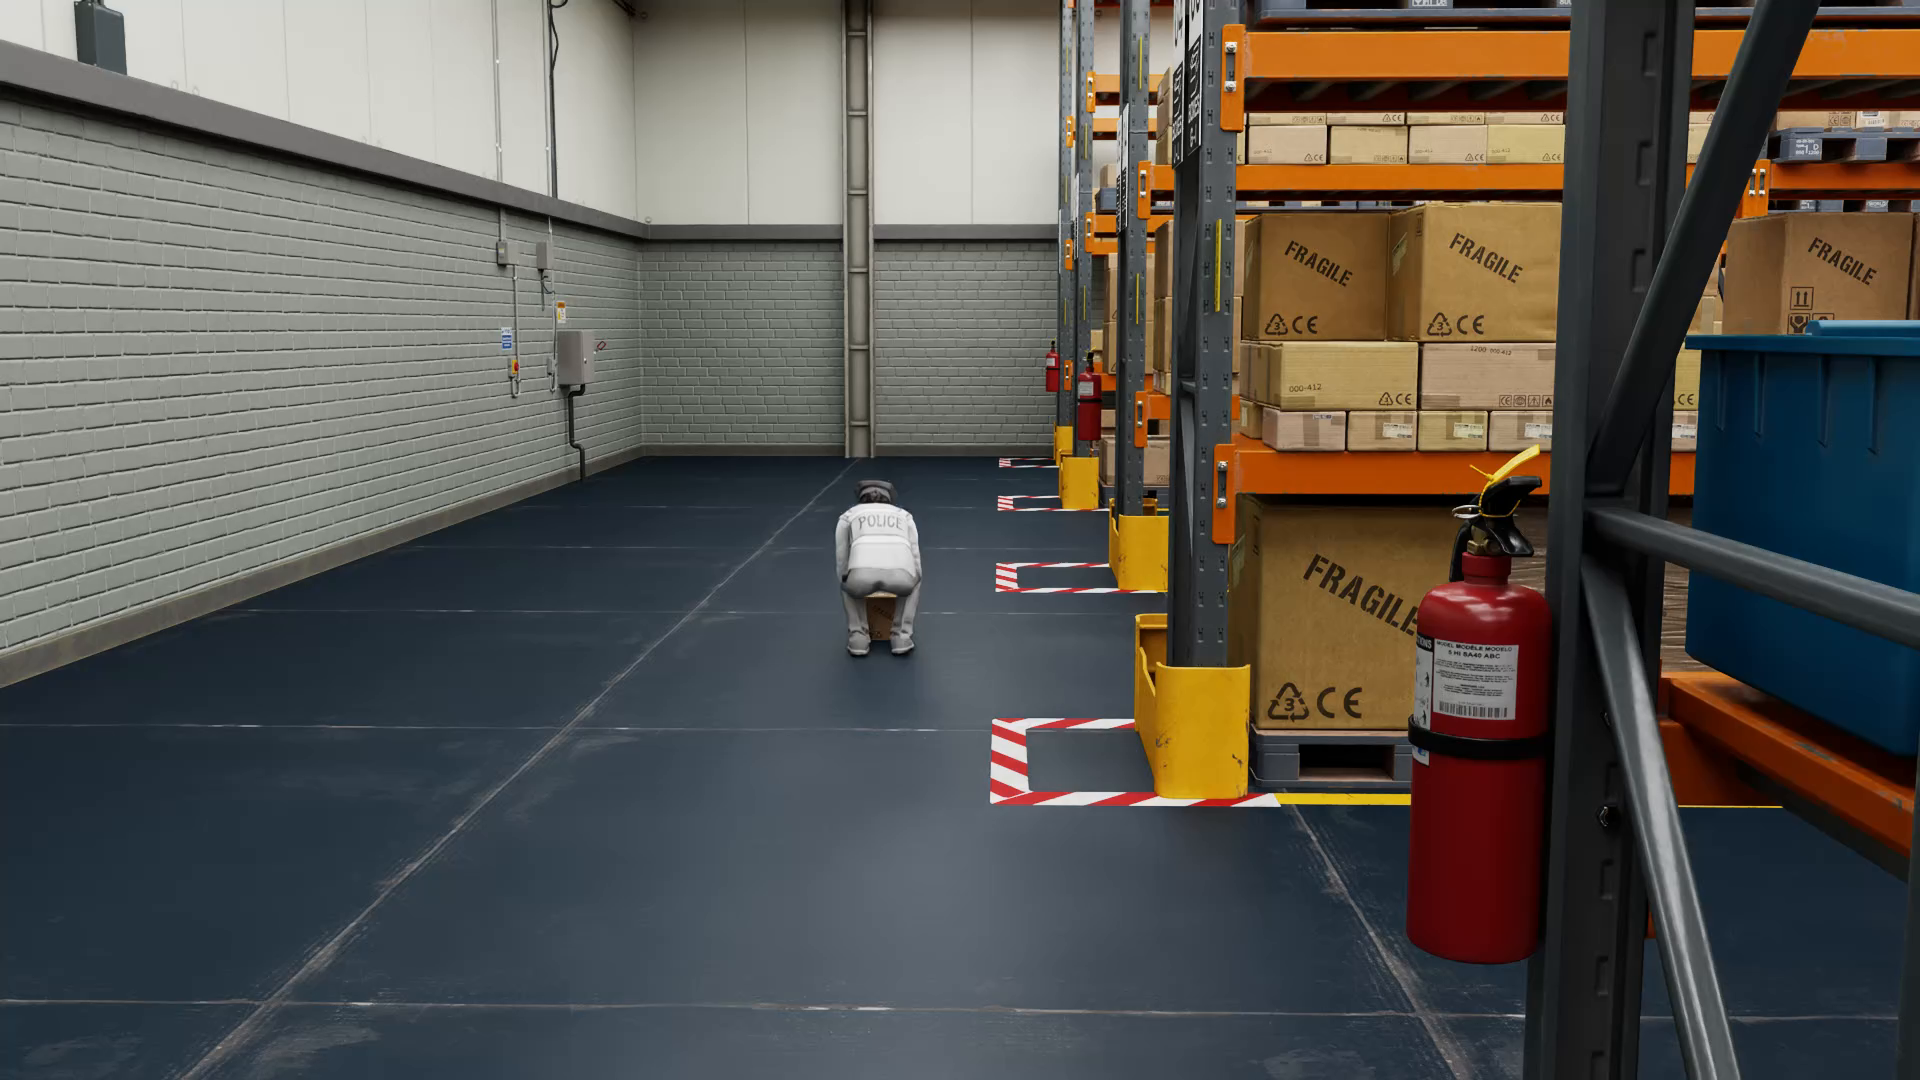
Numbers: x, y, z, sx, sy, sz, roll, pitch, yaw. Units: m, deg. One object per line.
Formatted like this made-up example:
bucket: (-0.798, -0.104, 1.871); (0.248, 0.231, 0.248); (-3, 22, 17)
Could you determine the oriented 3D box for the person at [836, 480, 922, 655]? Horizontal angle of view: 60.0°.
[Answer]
person: (-0.451, 0.148, 9.102); (0.478, 0.913, 0.854); (0, 7, 1)
